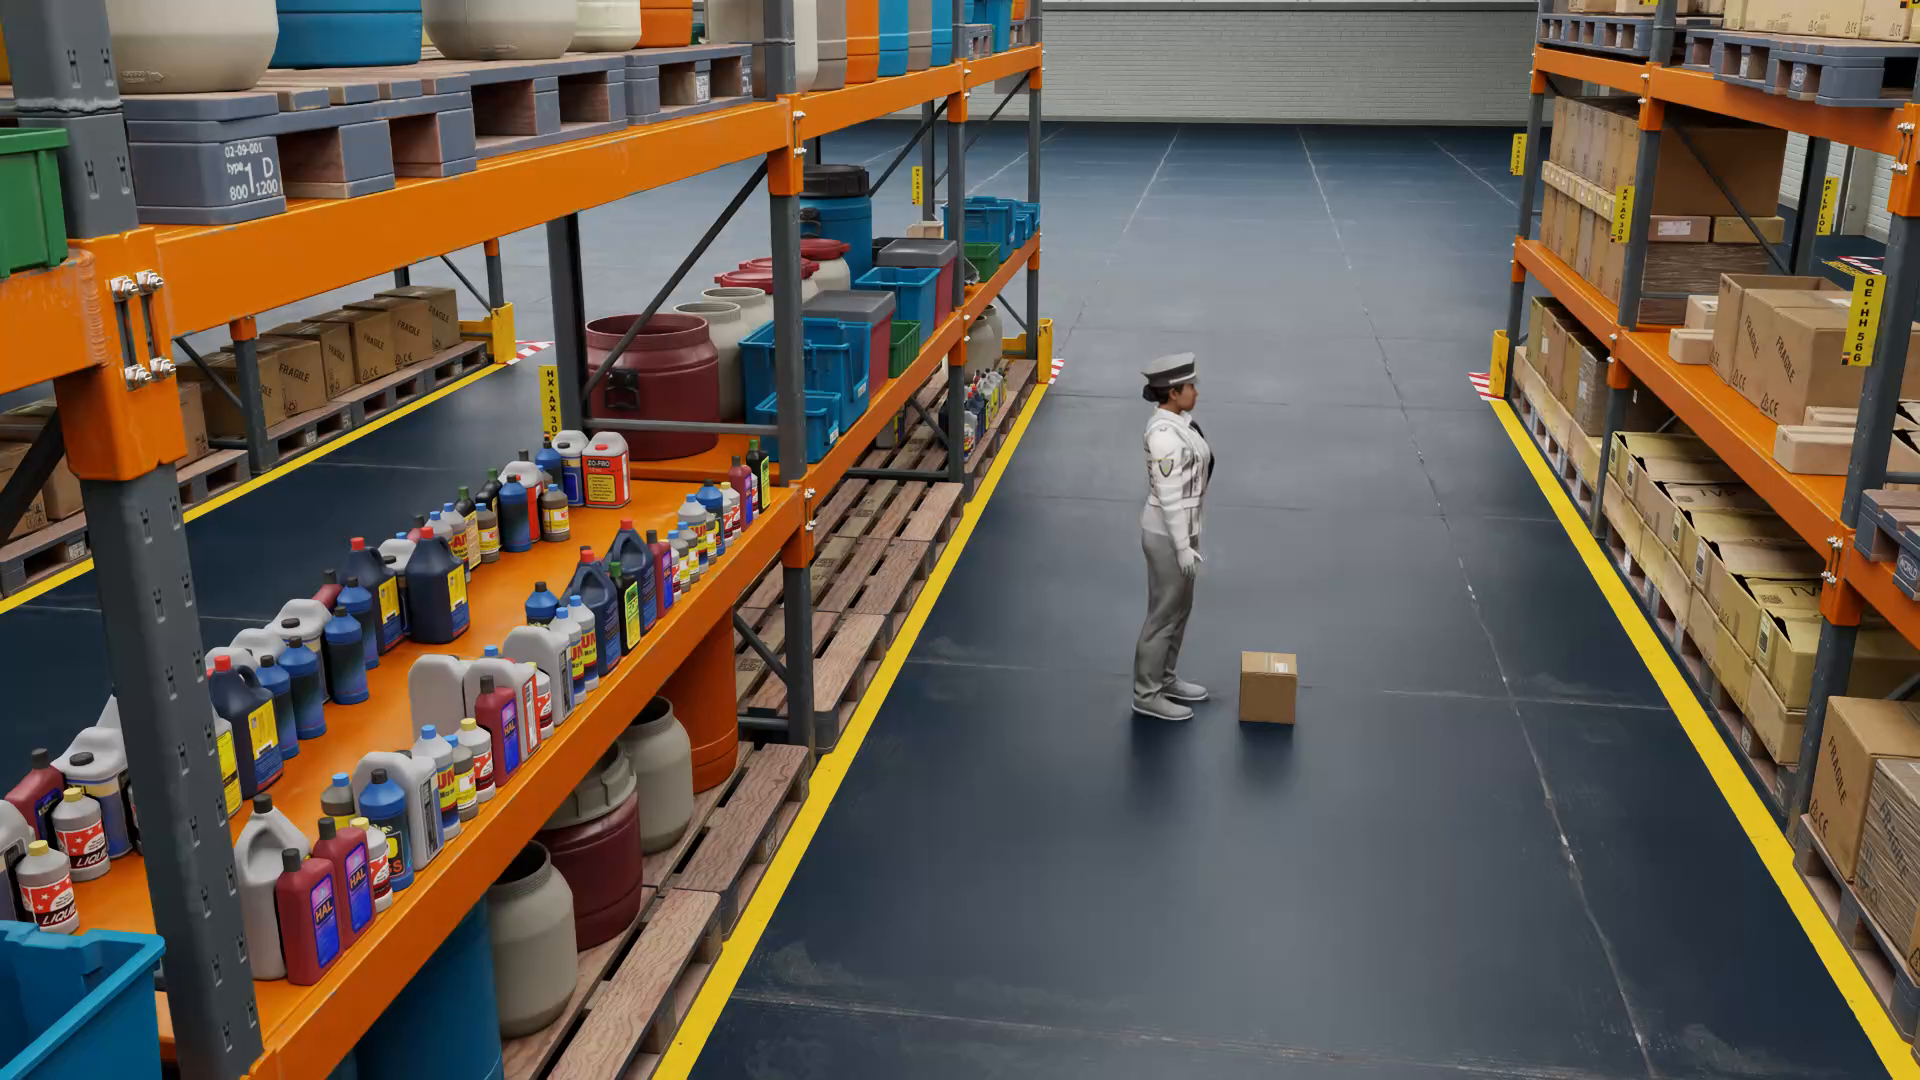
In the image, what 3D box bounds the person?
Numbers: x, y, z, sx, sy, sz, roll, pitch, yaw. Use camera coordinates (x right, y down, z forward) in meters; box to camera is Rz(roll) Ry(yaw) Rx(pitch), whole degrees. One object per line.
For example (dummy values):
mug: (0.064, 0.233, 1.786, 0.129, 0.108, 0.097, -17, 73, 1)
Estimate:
person: (0.980, -0.017, 7.585, 0.362, 1.691, 0.462, 3, 18, 10)
